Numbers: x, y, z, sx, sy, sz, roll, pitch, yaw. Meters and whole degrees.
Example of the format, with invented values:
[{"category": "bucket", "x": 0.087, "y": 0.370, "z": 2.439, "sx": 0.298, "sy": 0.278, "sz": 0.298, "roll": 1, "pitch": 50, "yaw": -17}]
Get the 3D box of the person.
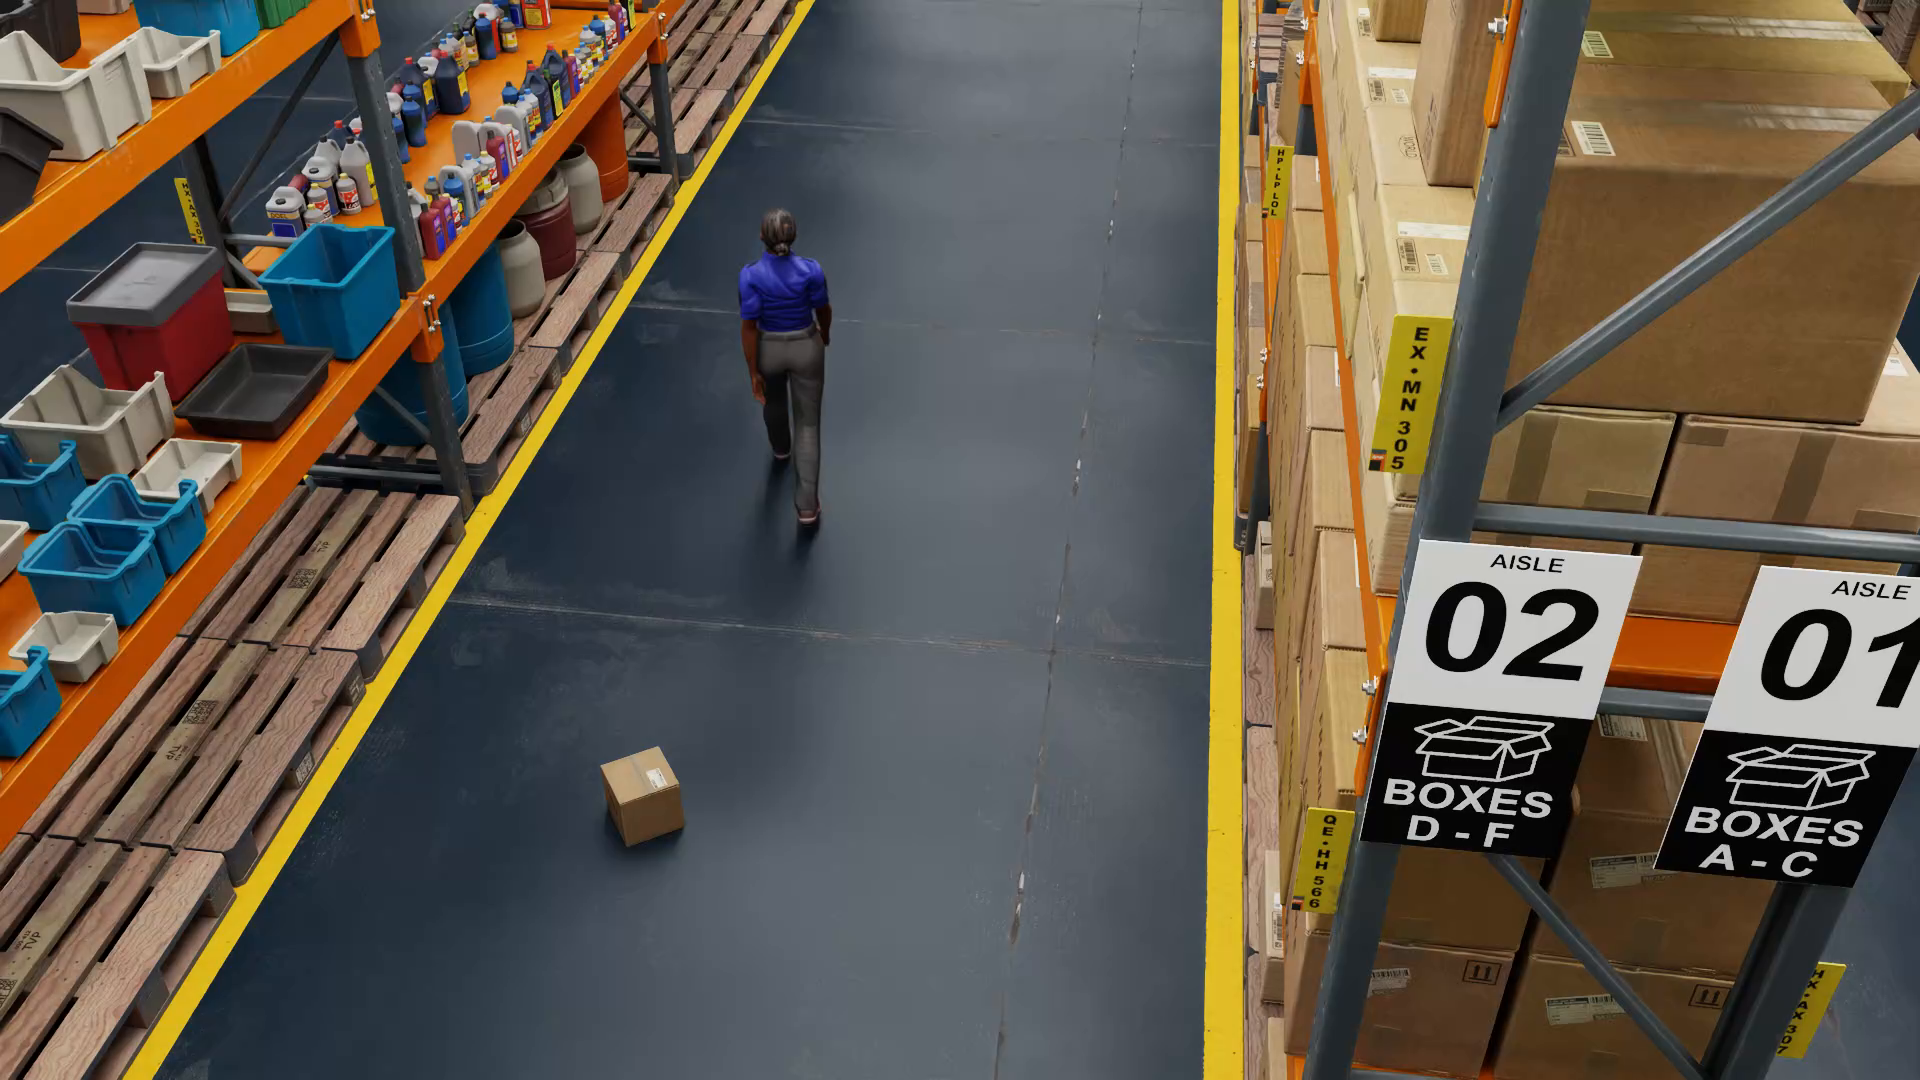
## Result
[{"category": "person", "x": -0.854, "y": -0.956, "z": 8.335, "sx": 0.442, "sy": 1.594, "sz": 0.990, "roll": -1, "pitch": 36, "yaw": -2}]
